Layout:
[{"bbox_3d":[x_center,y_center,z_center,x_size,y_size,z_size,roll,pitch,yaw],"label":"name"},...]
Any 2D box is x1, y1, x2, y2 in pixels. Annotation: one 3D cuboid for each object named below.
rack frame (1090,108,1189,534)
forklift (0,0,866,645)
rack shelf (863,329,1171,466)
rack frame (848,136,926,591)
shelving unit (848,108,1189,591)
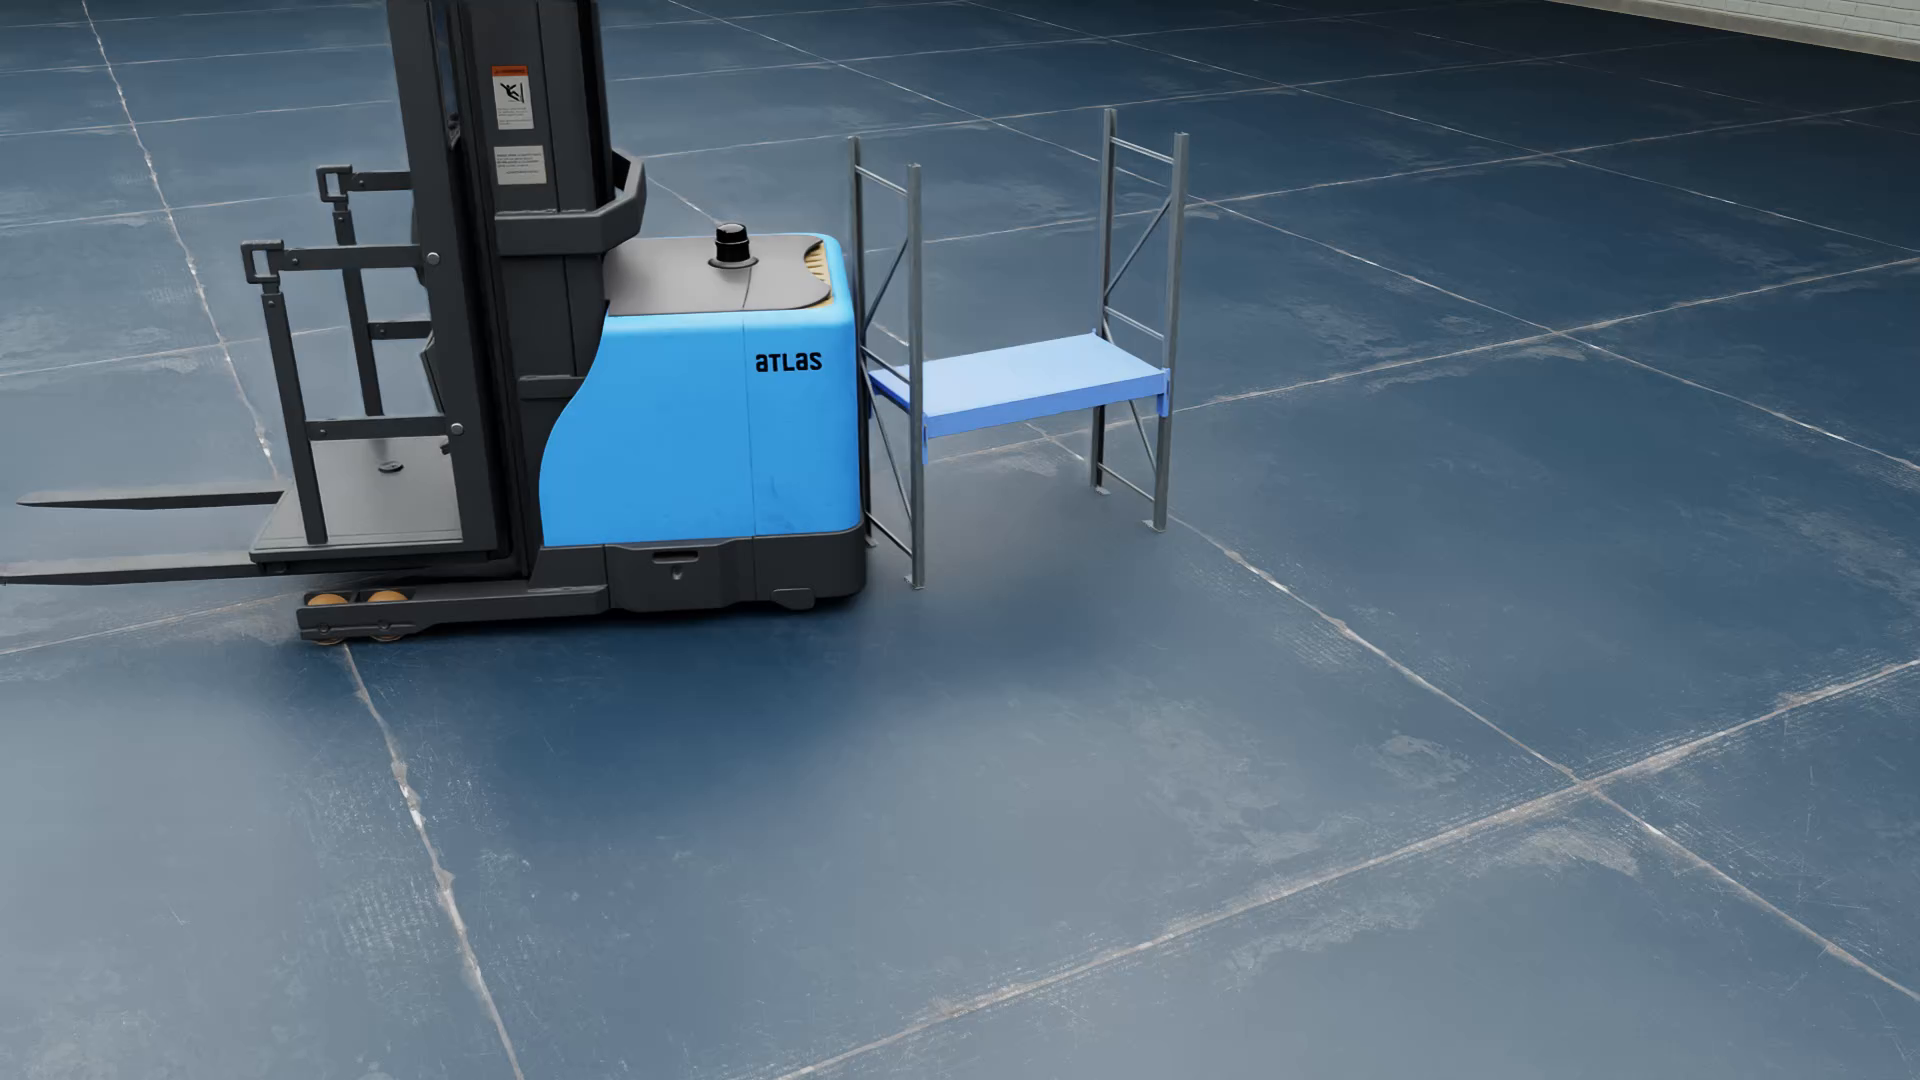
[{"bbox_3d":[0.652,-0.798,6.179,0.032,1.500,0.500,-13,28,-24],"label":"rack frame"},{"bbox_3d":[-1.881,-1.215,5.394,3.031,2.935,1.130,-3,26,-6],"label":"forklift"},{"bbox_3d":[0.201,-0.535,6.047,1.000,0.185,0.538,-13,28,-24],"label":"rack shelf"},{"bbox_3d":[-0.251,-0.596,5.758,0.032,1.500,0.500,-13,28,-24],"label":"rack frame"},{"bbox_3d":[0.201,-0.697,5.969,1.048,1.500,0.538,-13,28,-24],"label":"shelving unit"}]
